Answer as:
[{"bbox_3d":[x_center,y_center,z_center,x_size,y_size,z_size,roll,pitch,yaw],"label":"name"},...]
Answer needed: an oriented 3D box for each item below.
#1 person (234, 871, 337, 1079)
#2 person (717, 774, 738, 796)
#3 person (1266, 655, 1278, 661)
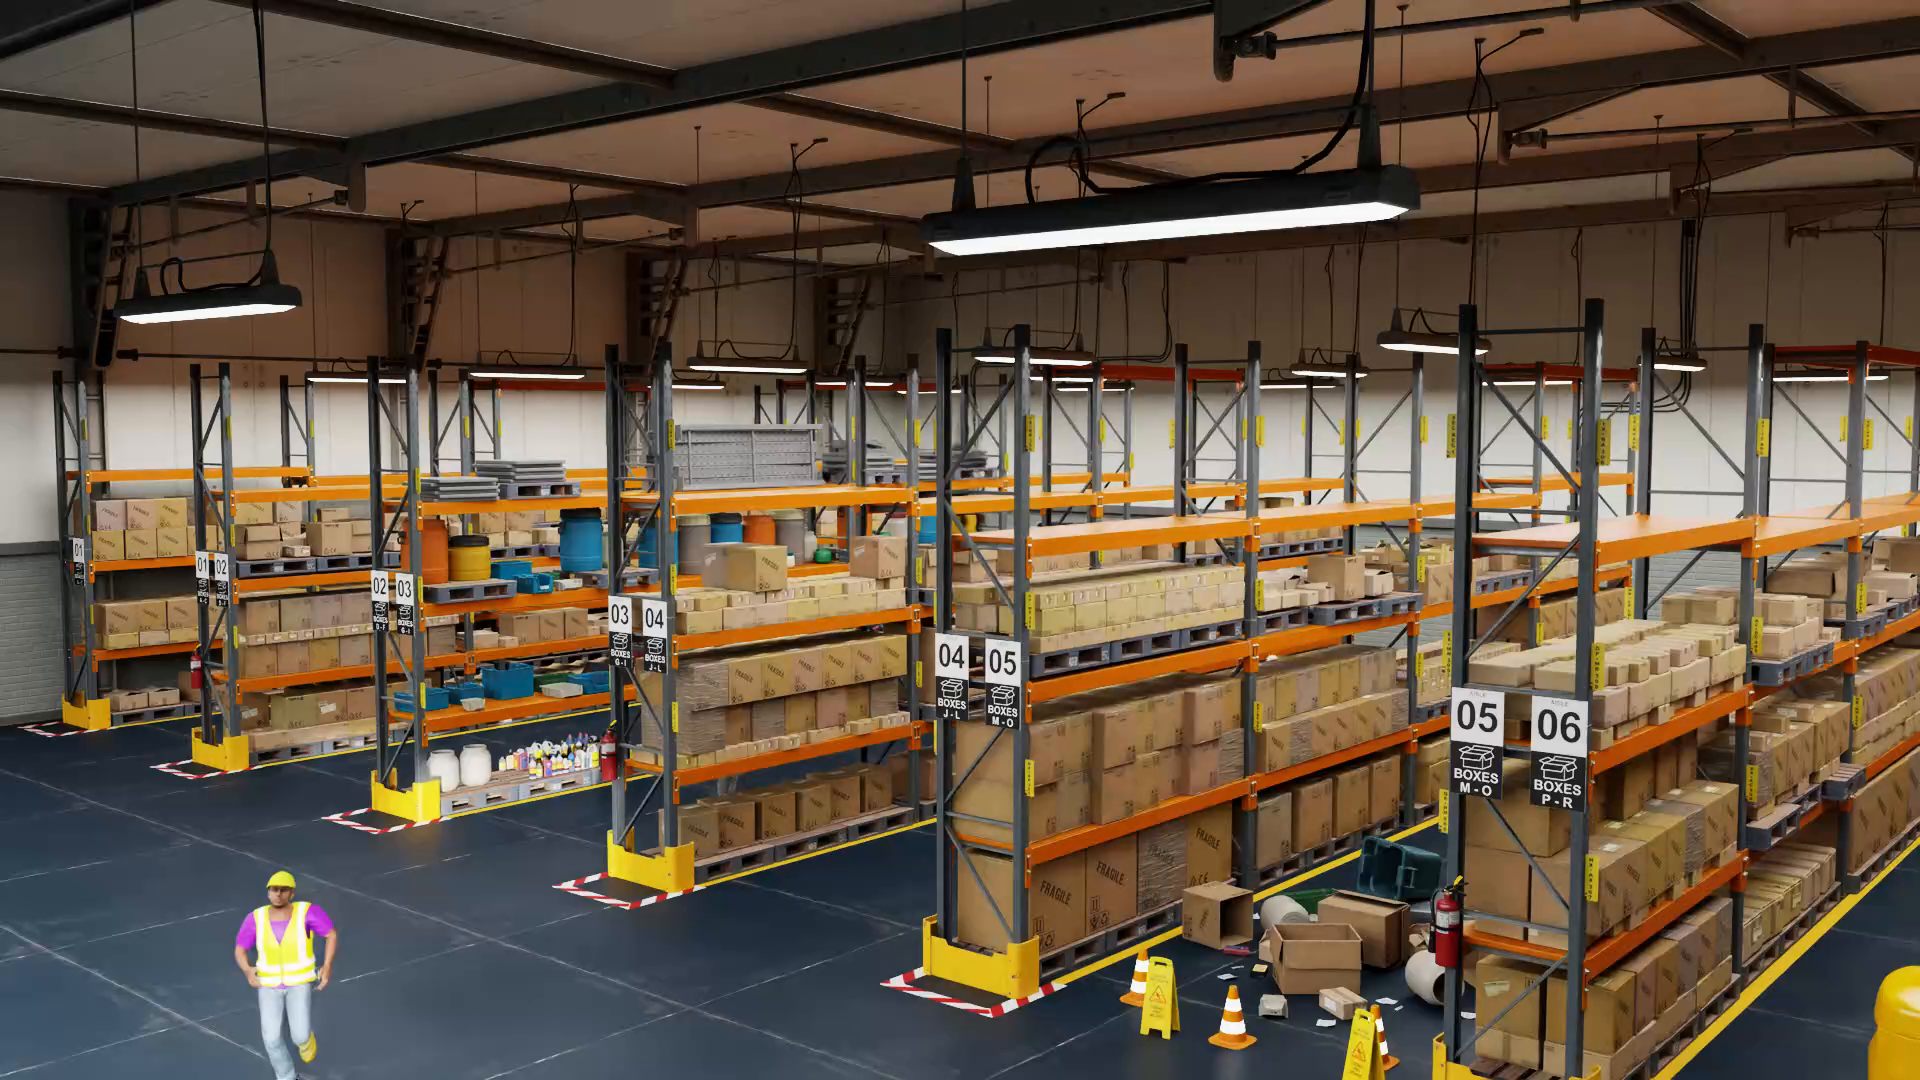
[{"bbox_3d":[-5.180,3.391,12.766,0.736,1.727,0.583,-1,4,-15],"label":"person"},{"bbox_3d":[-3.130,2.729,22.259,0.619,1.657,0.684,2,5,25],"label":"person"},{"bbox_3d":[4.551,2.555,24.280,0.632,1.769,1.095,3,5,38],"label":"person"}]
